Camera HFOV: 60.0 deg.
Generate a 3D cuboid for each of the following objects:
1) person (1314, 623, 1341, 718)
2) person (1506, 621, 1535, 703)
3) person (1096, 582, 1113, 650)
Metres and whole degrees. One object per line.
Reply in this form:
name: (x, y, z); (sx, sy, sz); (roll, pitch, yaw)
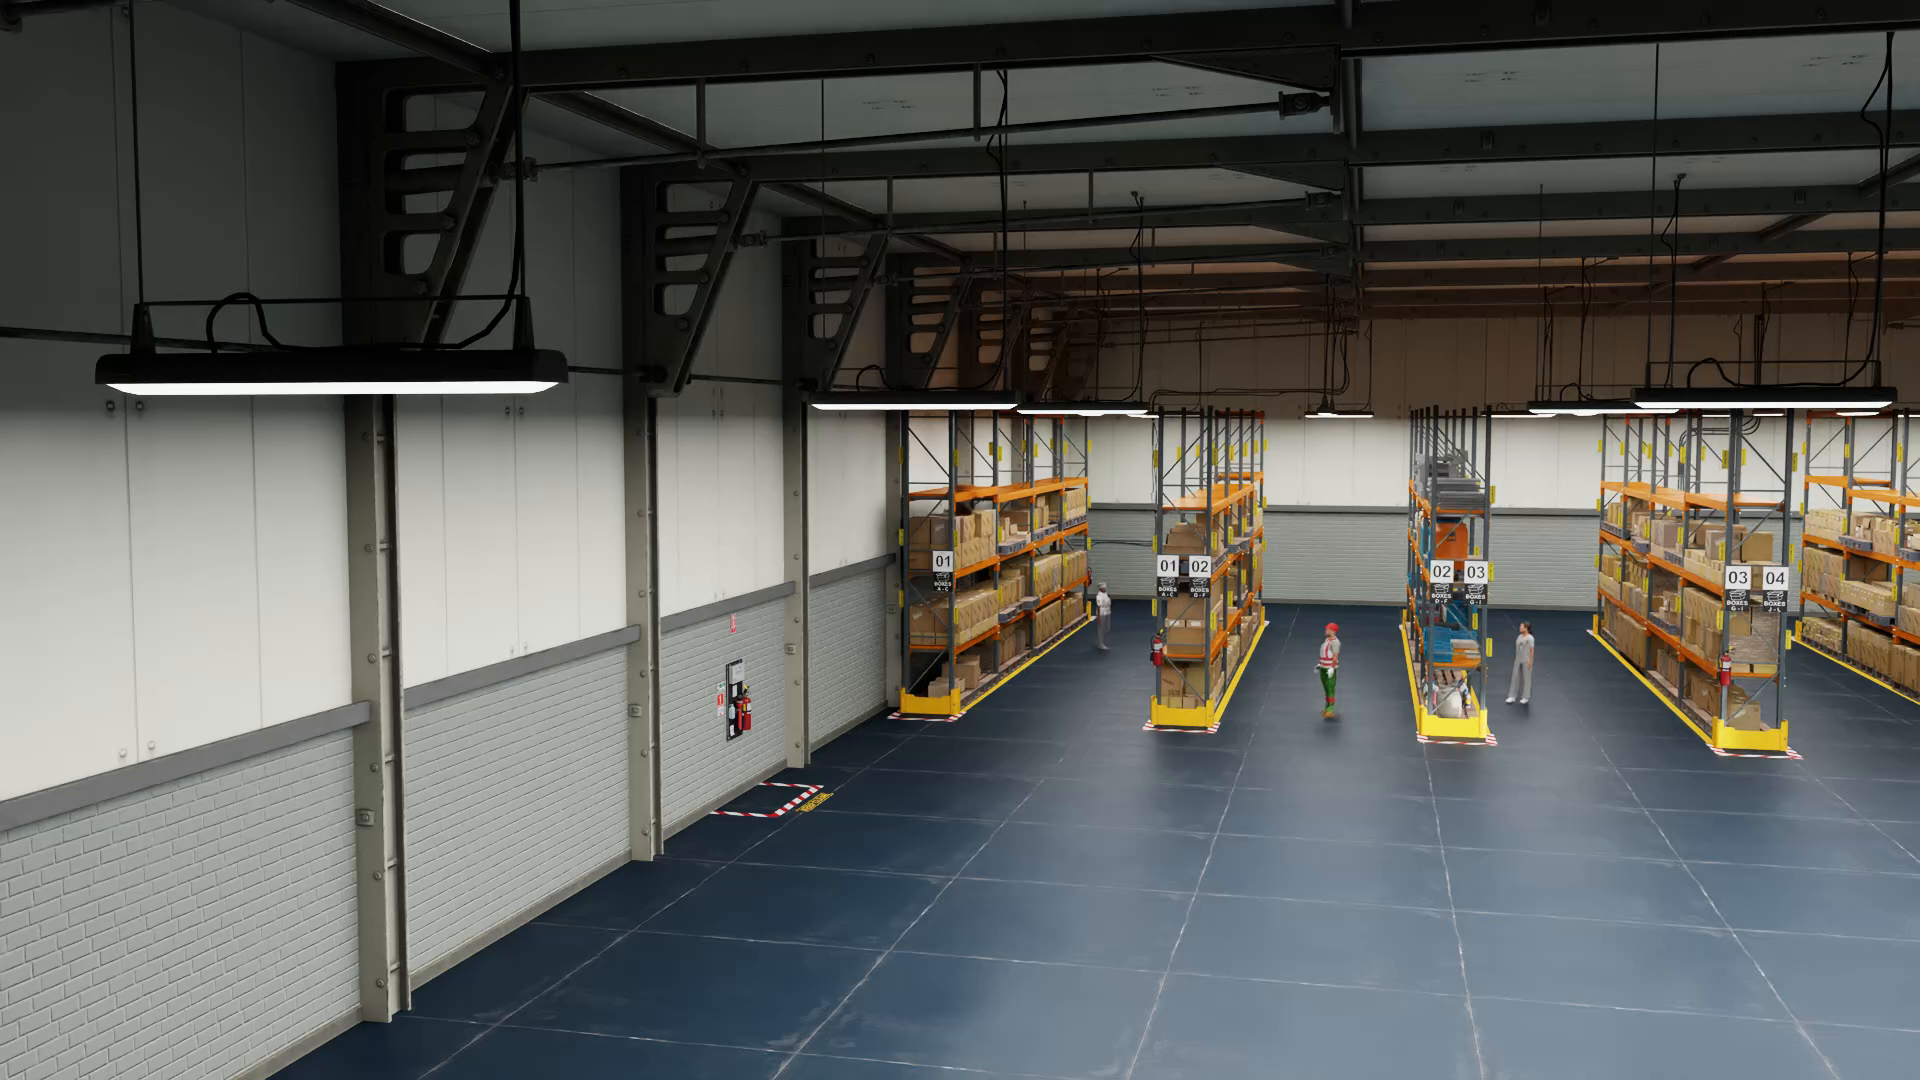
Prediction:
person: (7.139, 2.518, 32.312); (0.507, 1.819, 0.570); (-2, 5, -28)
person: (11.394, 2.483, 33.731); (0.498, 1.675, 0.498); (-3, 5, -33)
person: (3.585, 1.894, 41.739); (0.437, 1.690, 0.525); (3, 5, 39)
